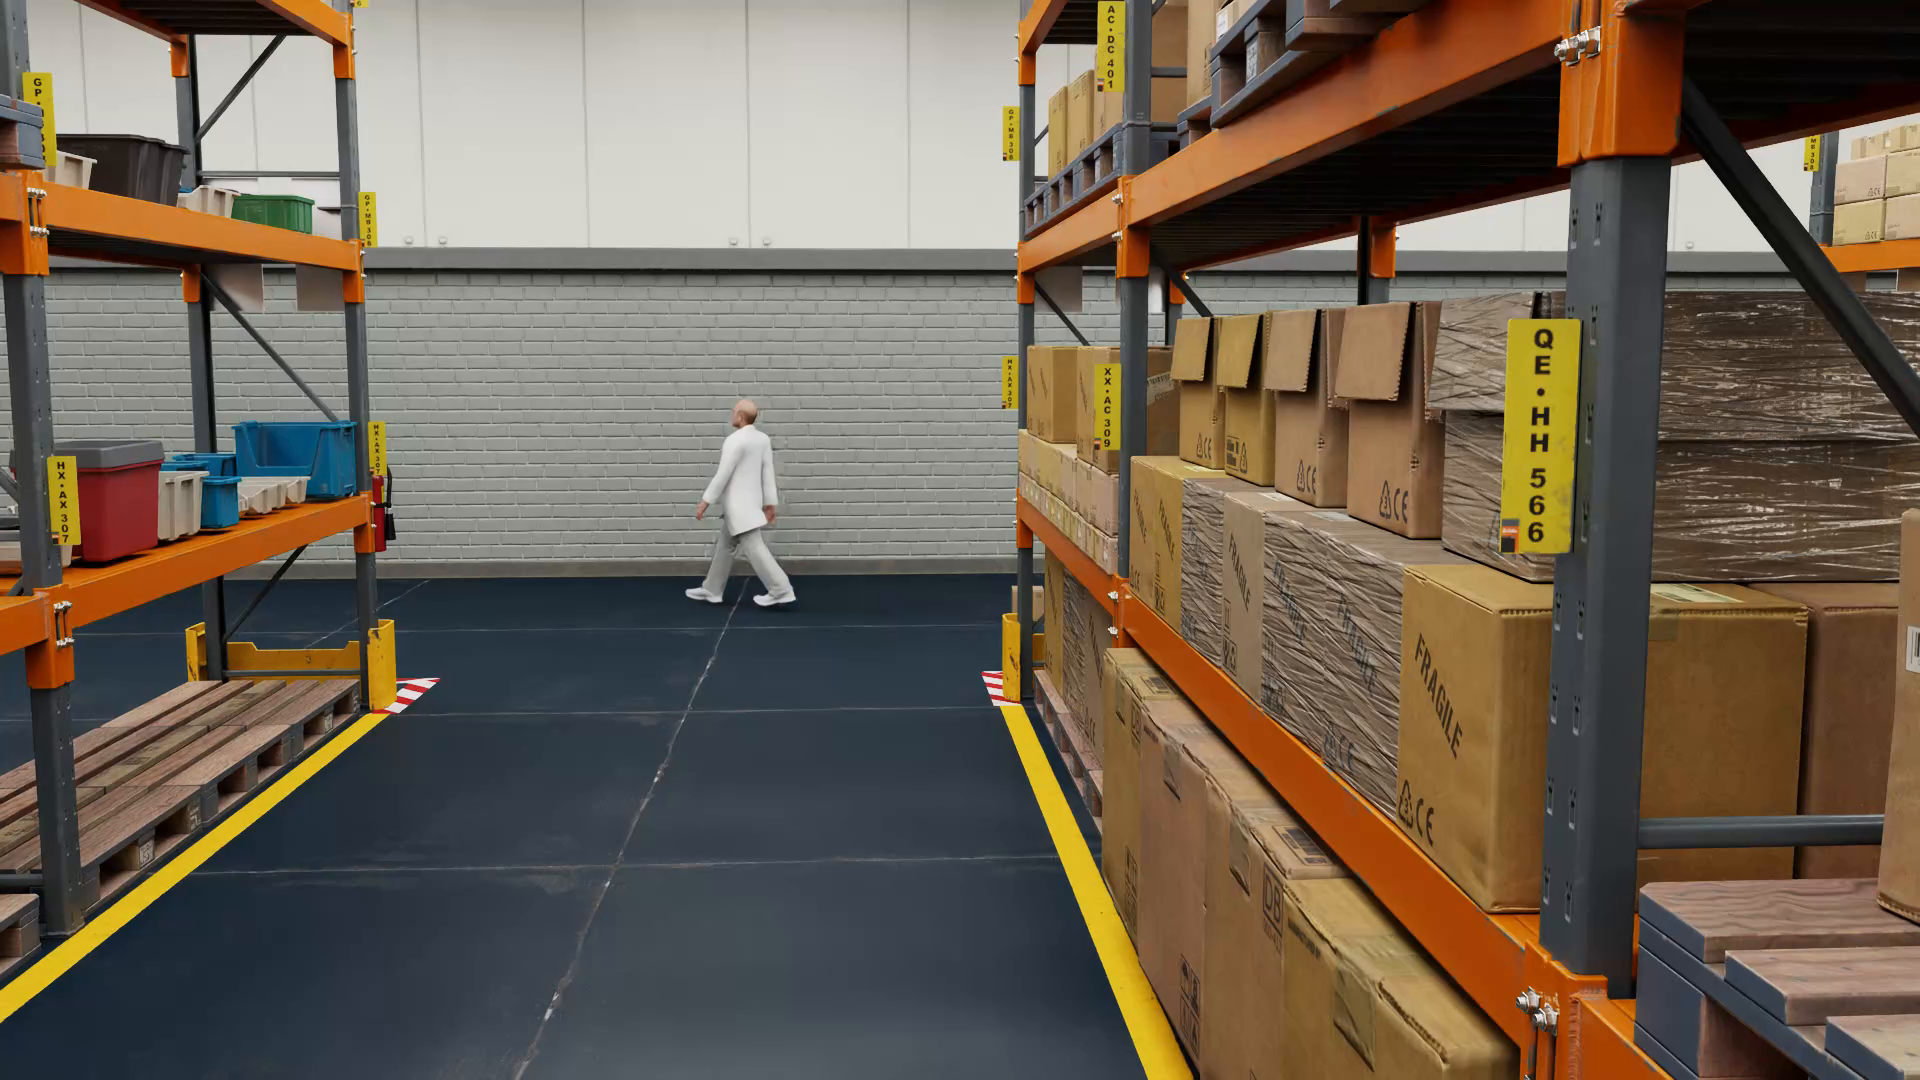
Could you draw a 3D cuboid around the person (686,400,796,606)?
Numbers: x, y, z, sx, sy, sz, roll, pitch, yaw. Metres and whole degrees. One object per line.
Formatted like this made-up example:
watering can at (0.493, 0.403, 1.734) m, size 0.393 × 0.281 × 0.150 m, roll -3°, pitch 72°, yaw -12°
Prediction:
person at (-1.874, -0.262, 13.896) m, size 1.111 × 1.639 × 0.616 m, roll 2°, pitch 7°, yaw 19°
